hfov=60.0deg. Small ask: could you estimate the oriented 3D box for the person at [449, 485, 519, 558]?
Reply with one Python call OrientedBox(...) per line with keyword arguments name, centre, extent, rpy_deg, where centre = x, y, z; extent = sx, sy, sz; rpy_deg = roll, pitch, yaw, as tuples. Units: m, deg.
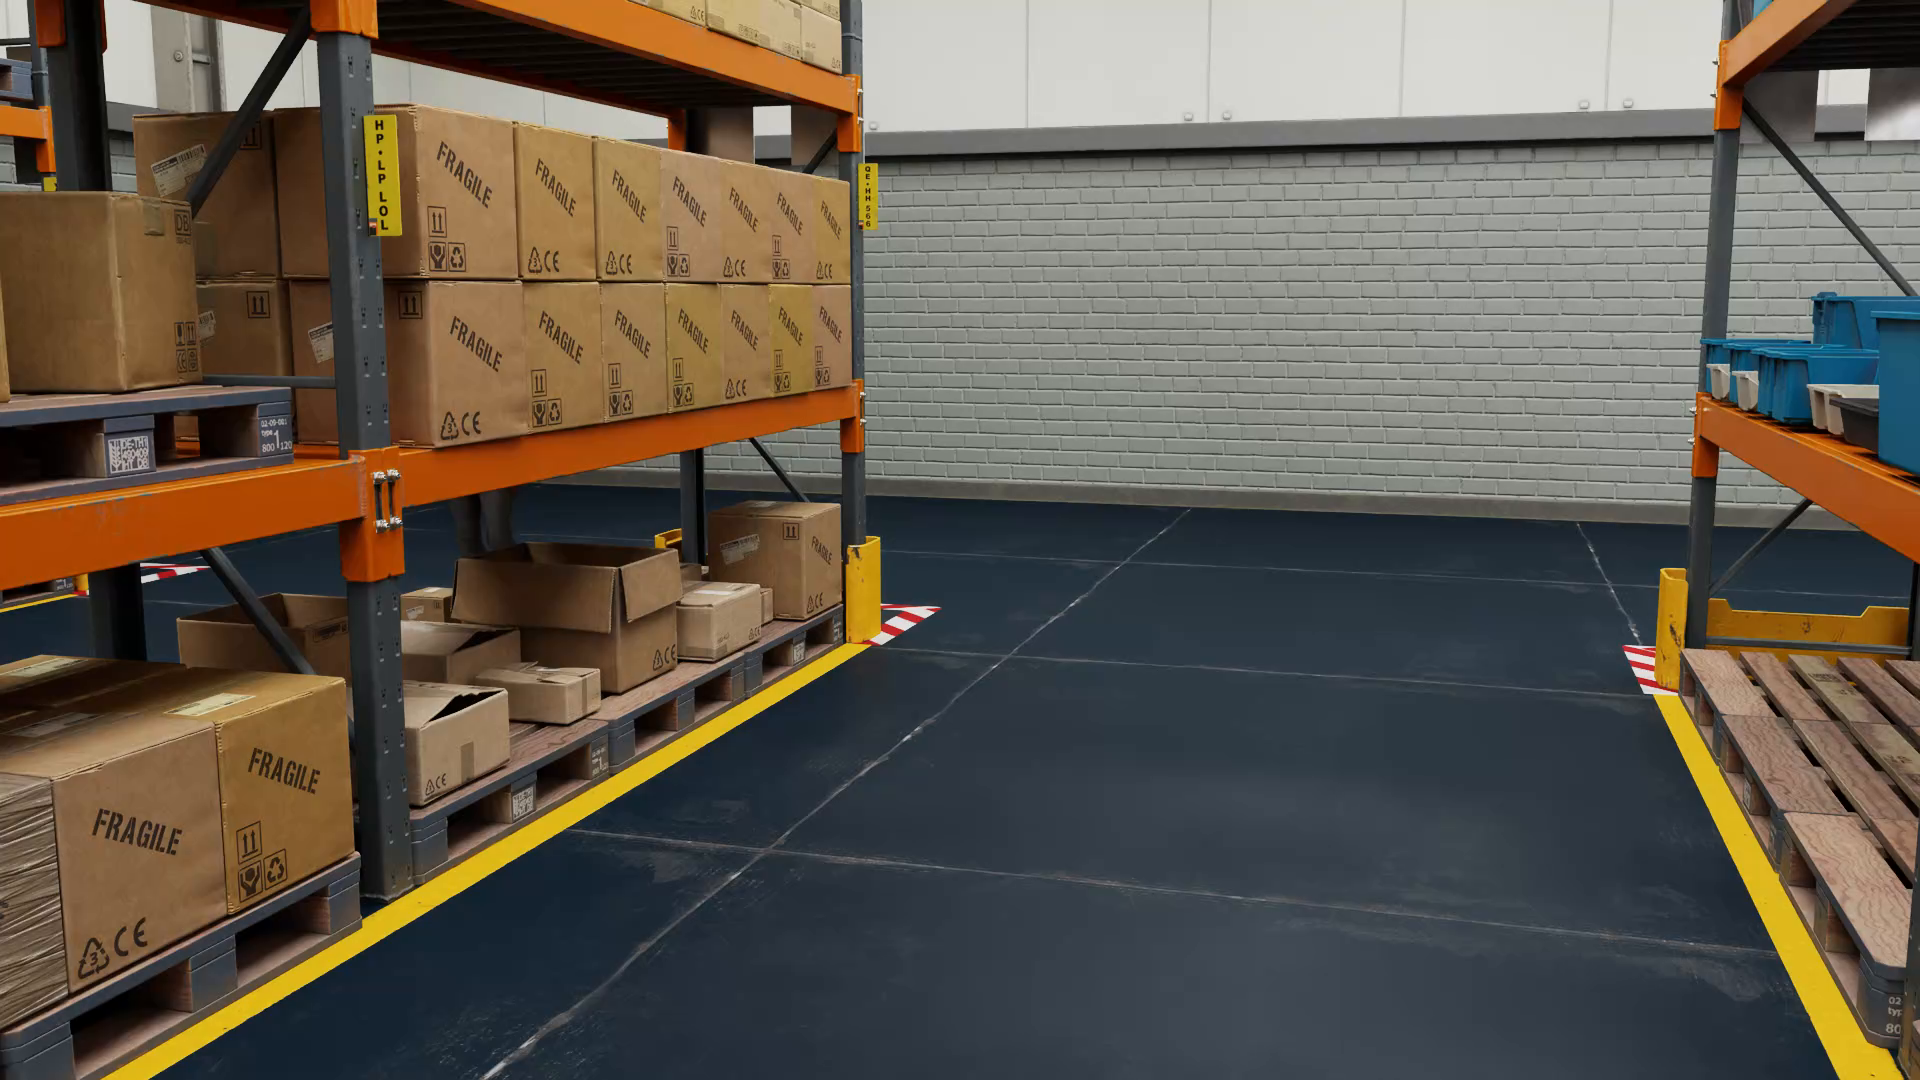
OrientedBox(name="person", centre=(-2.584, -0.355, 8.842), extent=(0.463, 1.698, 0.377), rpy_deg=(2, 9, 11))
